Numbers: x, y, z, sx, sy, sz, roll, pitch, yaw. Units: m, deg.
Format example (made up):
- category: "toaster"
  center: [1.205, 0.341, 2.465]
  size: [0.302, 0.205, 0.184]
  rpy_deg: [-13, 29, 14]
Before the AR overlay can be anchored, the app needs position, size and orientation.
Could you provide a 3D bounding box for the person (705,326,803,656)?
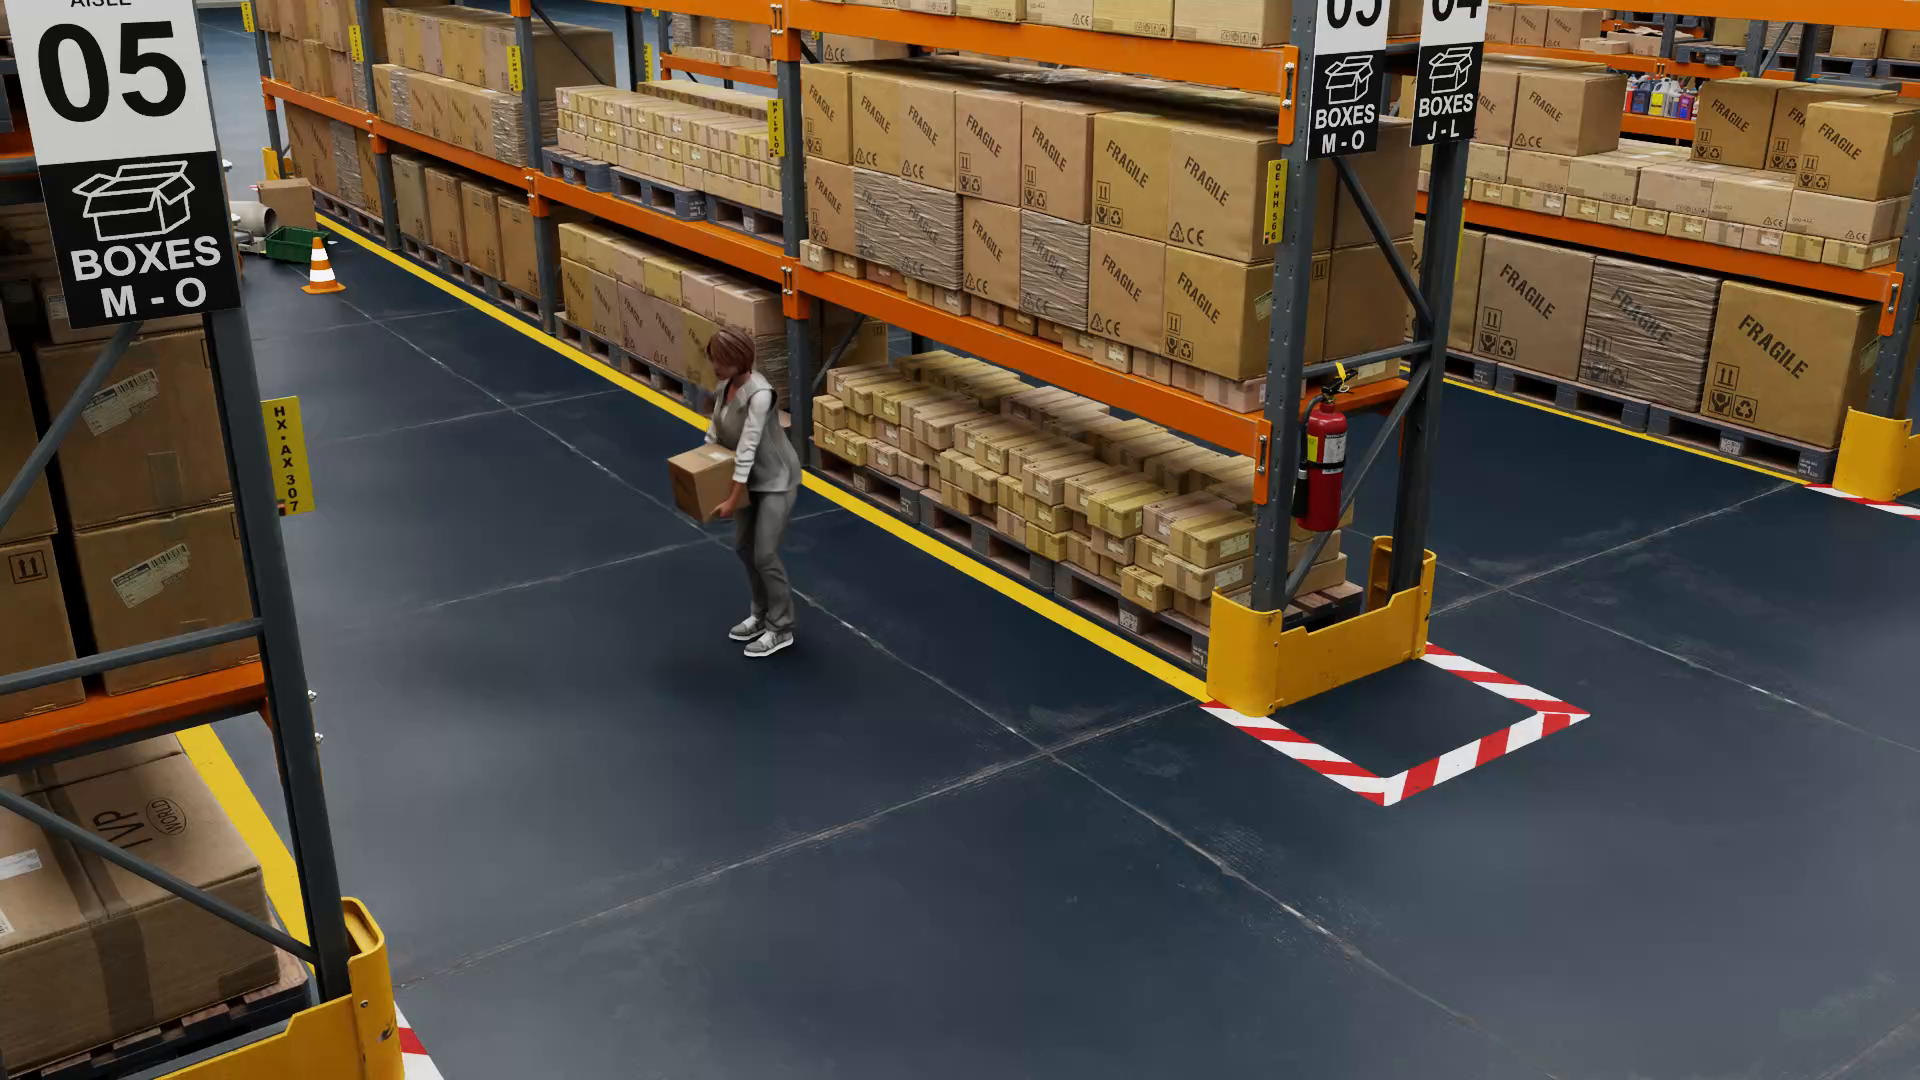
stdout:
- category: "person"
  center: [-0.984, -0.223, 7.697]
  size: [0.524, 1.577, 0.372]
  rpy_deg: [-15, 26, -34]
